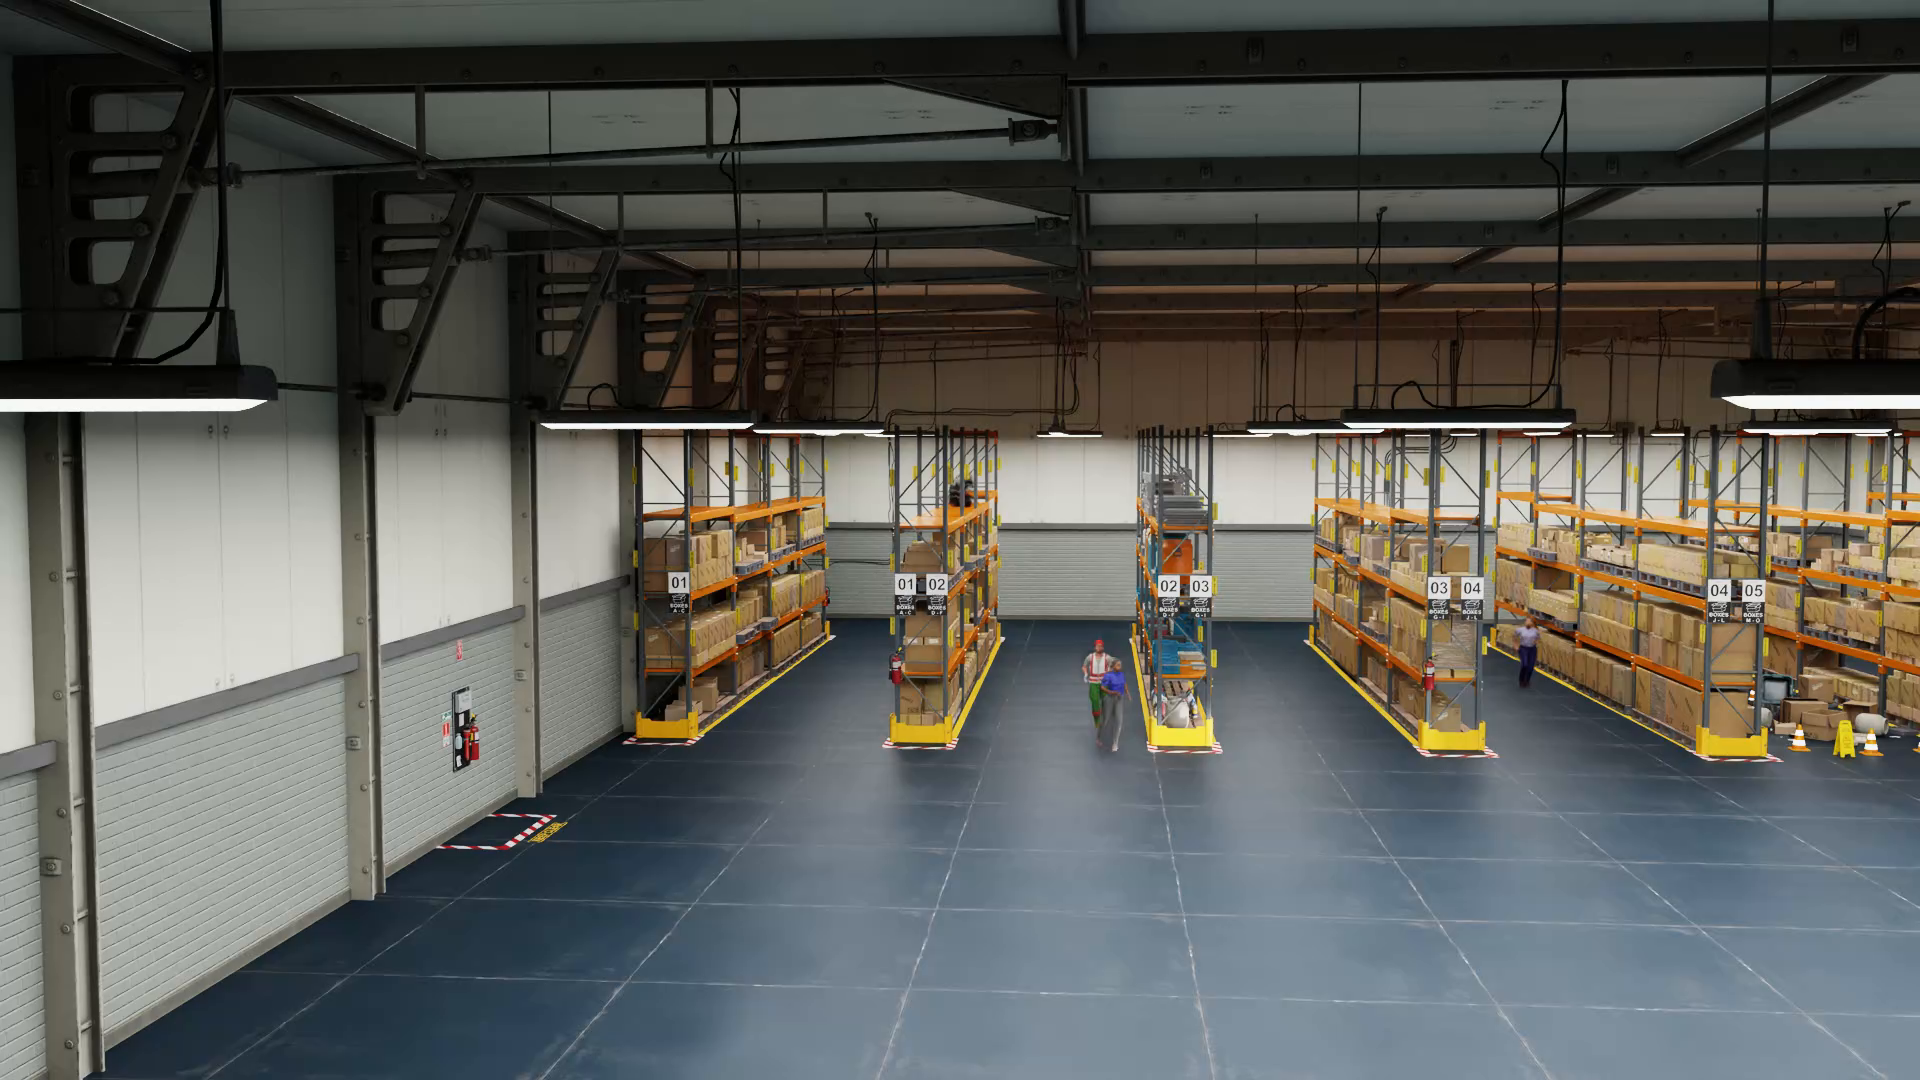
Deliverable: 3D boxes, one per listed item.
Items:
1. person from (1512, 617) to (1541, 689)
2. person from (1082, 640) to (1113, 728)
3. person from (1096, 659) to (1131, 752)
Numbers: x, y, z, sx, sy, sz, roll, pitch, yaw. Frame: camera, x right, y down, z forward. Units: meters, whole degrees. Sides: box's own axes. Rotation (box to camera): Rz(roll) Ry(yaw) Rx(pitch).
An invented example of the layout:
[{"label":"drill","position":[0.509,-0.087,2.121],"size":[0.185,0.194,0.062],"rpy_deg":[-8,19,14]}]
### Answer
[{"label":"person","position":[13.110,2.601,38.406],"size":[0.577,1.660,0.682],"rpy_deg":[0,3,1]},{"label":"person","position":[2.766,2.856,33.214],"size":[0.659,1.741,0.708],"rpy_deg":[0,3,6]},{"label":"person","position":[2.894,3.055,30.843],"size":[0.633,1.678,0.687],"rpy_deg":[-1,4,-21]}]
